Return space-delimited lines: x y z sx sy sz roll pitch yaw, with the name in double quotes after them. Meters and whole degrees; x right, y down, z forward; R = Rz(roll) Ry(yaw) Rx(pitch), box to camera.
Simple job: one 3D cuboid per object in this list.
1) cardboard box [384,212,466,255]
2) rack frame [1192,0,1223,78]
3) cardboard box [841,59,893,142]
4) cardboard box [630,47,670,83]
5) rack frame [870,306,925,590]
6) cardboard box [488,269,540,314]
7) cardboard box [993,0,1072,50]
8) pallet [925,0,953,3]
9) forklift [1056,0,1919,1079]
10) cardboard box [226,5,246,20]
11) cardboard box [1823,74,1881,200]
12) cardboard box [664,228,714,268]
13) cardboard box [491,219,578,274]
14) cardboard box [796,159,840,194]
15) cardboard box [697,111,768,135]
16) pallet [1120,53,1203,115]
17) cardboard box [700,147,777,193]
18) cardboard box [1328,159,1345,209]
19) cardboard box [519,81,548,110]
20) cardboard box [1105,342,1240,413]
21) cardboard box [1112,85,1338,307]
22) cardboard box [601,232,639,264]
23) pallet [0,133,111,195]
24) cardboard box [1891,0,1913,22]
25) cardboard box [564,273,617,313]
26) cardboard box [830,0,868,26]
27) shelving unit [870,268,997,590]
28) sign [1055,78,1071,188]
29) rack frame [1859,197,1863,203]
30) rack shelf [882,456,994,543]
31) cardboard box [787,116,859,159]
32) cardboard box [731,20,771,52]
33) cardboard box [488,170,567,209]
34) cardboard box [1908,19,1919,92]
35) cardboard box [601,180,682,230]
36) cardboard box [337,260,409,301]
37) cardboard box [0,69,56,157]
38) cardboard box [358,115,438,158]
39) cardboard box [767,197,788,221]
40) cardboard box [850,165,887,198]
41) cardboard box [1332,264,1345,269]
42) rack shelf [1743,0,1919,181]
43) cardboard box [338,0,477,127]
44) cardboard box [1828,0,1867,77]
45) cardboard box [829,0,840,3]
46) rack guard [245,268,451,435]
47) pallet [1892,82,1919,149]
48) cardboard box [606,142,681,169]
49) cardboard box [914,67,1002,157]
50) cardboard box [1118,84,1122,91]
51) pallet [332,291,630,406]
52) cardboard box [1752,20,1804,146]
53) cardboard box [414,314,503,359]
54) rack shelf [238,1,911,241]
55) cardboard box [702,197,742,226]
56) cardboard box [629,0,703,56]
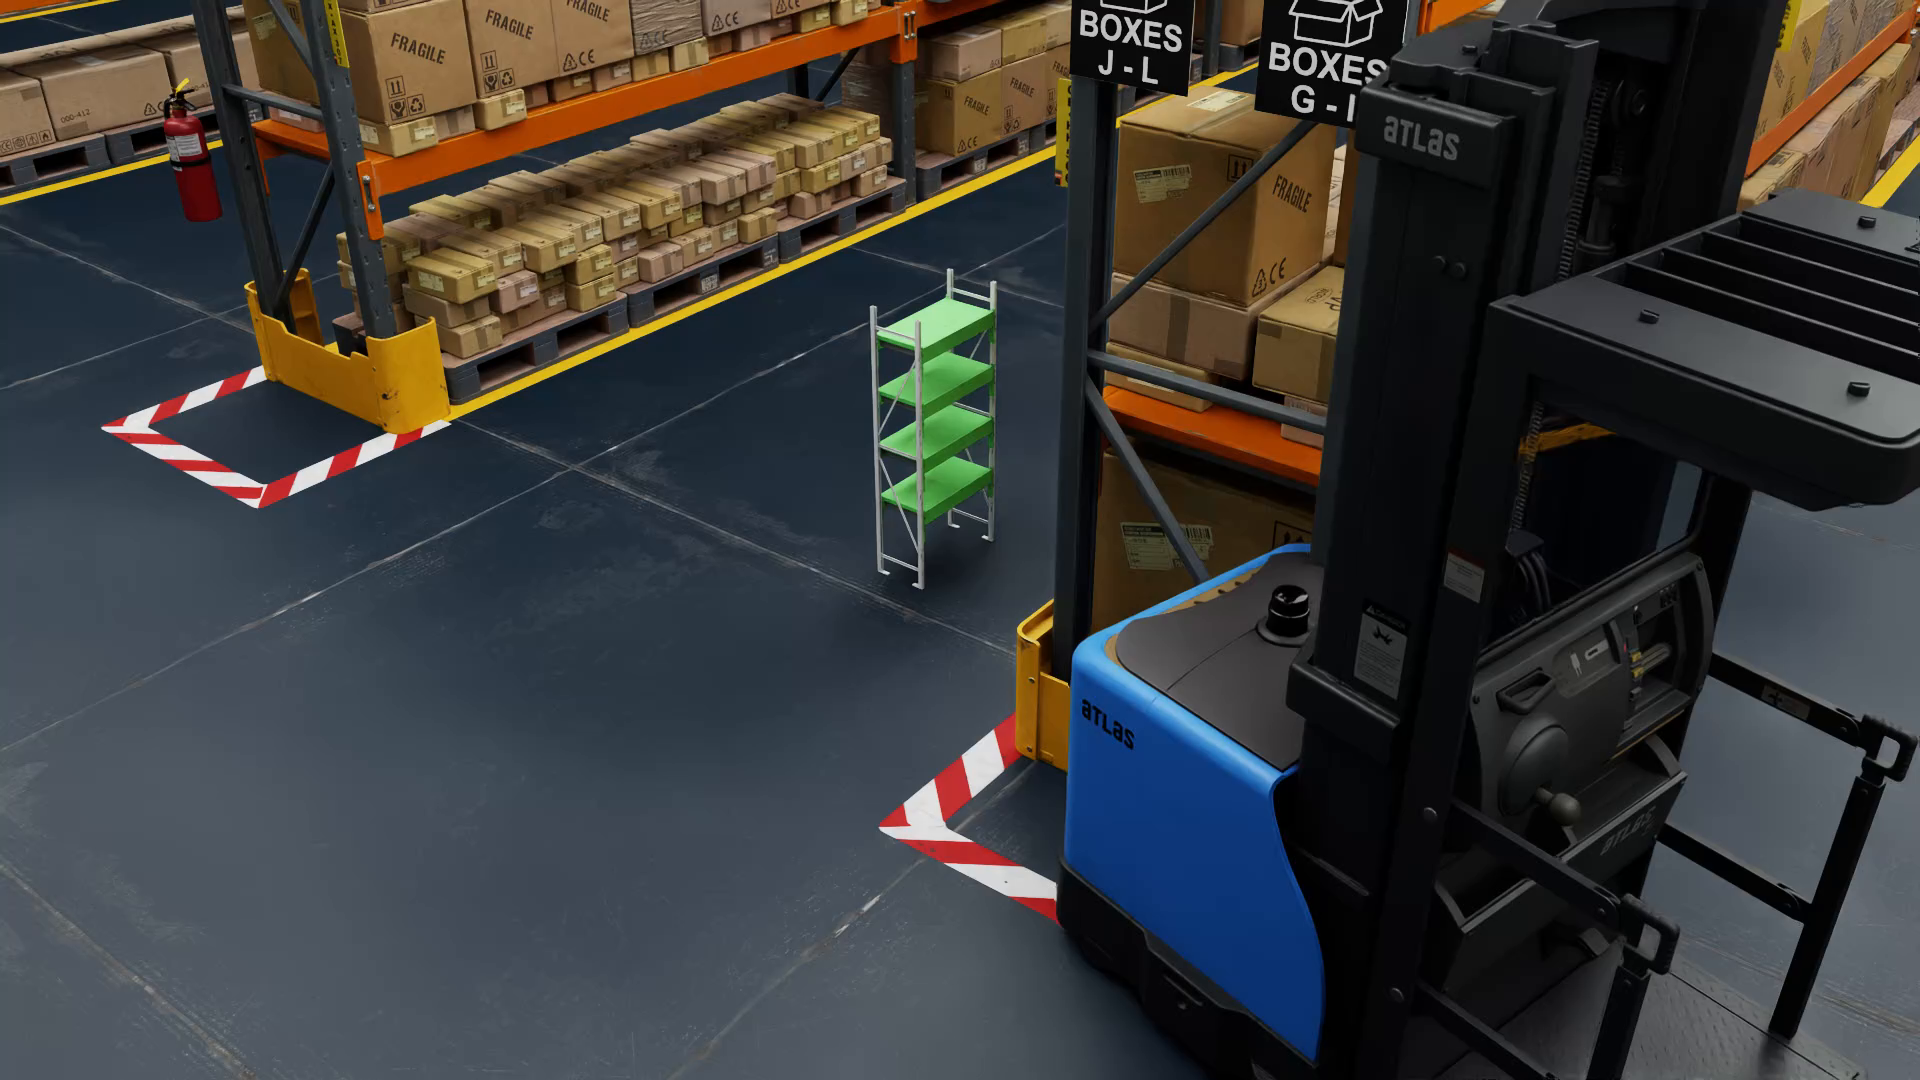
-2.823 -1.597 8.804 0.380 0.149 0.250 22 37 32 "cardboard box"
1.692 -5.261 13.185 1.000 3.000 0.127 21 37 31 "rack frame"
-0.477 -3.119 11.611 0.500 0.500 0.500 20 36 30 "cardboard box"
-1.780 -2.582 8.911 0.380 0.149 0.250 23 37 33 "cardboard box"
-0.247 -0.350 6.663 0.240 1.200 0.015 21 37 31 "rack frame"
-2.406 -1.320 8.627 0.380 0.149 0.250 21 37 31 "cardboard box"
0.565 -3.705 11.865 0.500 0.250 0.500 23 37 33 "cardboard box"
-0.146 -3.819 10.940 1.003 0.211 1.213 21 37 31 "pallet"
1.606 0.390 3.718 1.130 2.935 3.031 -22 37 -32 "forklift"
-5.195 -3.974 13.115 0.875 0.438 0.875 21 36 31 "cardboard box"
4.608 -2.326 9.905 1.225 0.875 0.875 21 37 31 "cardboard box"
-1.643 -1.711 9.579 0.380 0.149 0.250 21 37 31 "cardboard box"
-2.226 -1.540 8.707 0.380 0.149 0.250 21 37 31 "cardboard box"
-0.961 -2.264 10.220 0.380 0.149 0.250 20 36 30 "cardboard box"
-1.423 -2.558 10.424 0.380 0.149 0.250 21 36 31 "cardboard box"
1.219 -3.744 13.361 1.003 0.211 1.213 21 37 31 "pallet"
-1.306 -2.181 9.789 0.380 0.149 0.250 19 36 29 "cardboard box"
1.450 -1.197 6.183 0.500 0.250 0.500 20 36 30 "cardboard box"
-2.308 -2.289 8.416 0.380 0.149 0.250 23 38 33 "cardboard box"
0.708 -0.580 5.533 0.380 0.149 0.250 22 37 32 "cardboard box"
0.840 -1.107 5.295 0.500 0.500 0.500 22 37 32 "cardboard box"
-2.003 -1.654 9.192 0.380 0.149 0.250 19 36 29 "cardboard box"
-6.725 -2.641 11.500 1.003 0.211 1.213 21 37 31 "pallet"
5.485 -3.460 10.048 0.500 0.500 0.500 22 37 33 "cardboard box"
-2.087 -1.383 9.026 0.380 0.149 0.250 22 37 32 "cardboard box"
-0.777 -3.201 9.955 0.380 0.149 0.250 20 36 30 "cardboard box"
-0.100 -0.449 6.831 0.258 1.200 0.503 21 37 31 "shelving unit"
0.332 -1.215 4.989 0.100 0.325 0.005 21 37 31 "sign"
5.585 -3.694 10.540 1.000 3.000 0.127 21 37 31 "rack frame"
-0.100 -0.187 6.986 0.258 0.148 0.480 21 37 31 "rack shelf"
-0.853 -2.505 10.335 0.380 0.149 0.250 22 37 32 "cardboard box"
-1.302 -2.894 9.437 0.380 0.149 0.250 19 36 29 "cardboard box"
-2.443 -1.954 9.405 0.380 0.149 0.250 23 37 33 "cardboard box"
6.971 -3.775 12.698 0.700 0.500 0.500 18 35 27 "cardboard box"
-1.772 -1.869 9.263 0.380 0.149 0.250 22 37 32 "cardboard box"
-3.046 -1.394 8.753 0.380 0.149 0.250 20 36 30 "cardboard box"
-6.826 -2.869 11.251 0.875 0.438 0.875 20 36 30 "cardboard box"
-2.681 -1.932 7.815 0.380 0.149 0.250 21 36 31 "cardboard box"
-1.276 -2.049 10.149 0.380 0.149 0.250 20 36 30 "cardboard box"
-0.688 -2.325 10.616 0.380 0.149 0.250 22 37 32 "cardboard box"
1.569 -0.831 5.565 0.500 0.250 0.500 21 36 31 "cardboard box"
4.378 -2.571 9.352 1.077 0.370 4.000 21 37 31 "rack shelf"
-2.646 -2.278 7.762 0.500 0.500 0.500 23 38 33 "cardboard box"
4.560 -2.840 9.003 0.500 0.500 0.500 22 37 32 "cardboard box"
-0.790 -3.523 9.862 0.500 0.500 0.500 21 37 31 "cardboard box"
-3.092 -0.965 8.388 1.175 0.500 0.348 21 37 31 "rack guard"
6.795 -3.305 12.620 1.003 0.211 1.213 21 37 31 "pallet"
-1.880 -2.230 9.872 0.380 0.149 0.250 19 36 29 "cardboard box"
-0.065 -2.959 11.341 0.500 0.500 0.500 23 37 33 "cardboard box"
0.880 -3.589 12.403 0.500 0.500 0.500 19 36 29 "cardboard box"
-2.573 -1.160 9.000 1.003 0.211 1.213 21 37 31 "pallet"
3.647 -2.221 7.957 0.500 0.500 0.500 21 37 31 "cardboard box"
-2.566 -1.078 8.511 0.380 0.149 0.250 22 37 32 "cardboard box"
-1.930 -2.513 9.254 1.077 0.370 4.000 21 37 31 "rack shelf"
-1.506 -1.979 9.741 0.380 0.149 0.250 19 36 29 "cardboard box"
-1.735 -2.908 8.824 0.500 0.500 0.500 20 36 30 "cardboard box"
